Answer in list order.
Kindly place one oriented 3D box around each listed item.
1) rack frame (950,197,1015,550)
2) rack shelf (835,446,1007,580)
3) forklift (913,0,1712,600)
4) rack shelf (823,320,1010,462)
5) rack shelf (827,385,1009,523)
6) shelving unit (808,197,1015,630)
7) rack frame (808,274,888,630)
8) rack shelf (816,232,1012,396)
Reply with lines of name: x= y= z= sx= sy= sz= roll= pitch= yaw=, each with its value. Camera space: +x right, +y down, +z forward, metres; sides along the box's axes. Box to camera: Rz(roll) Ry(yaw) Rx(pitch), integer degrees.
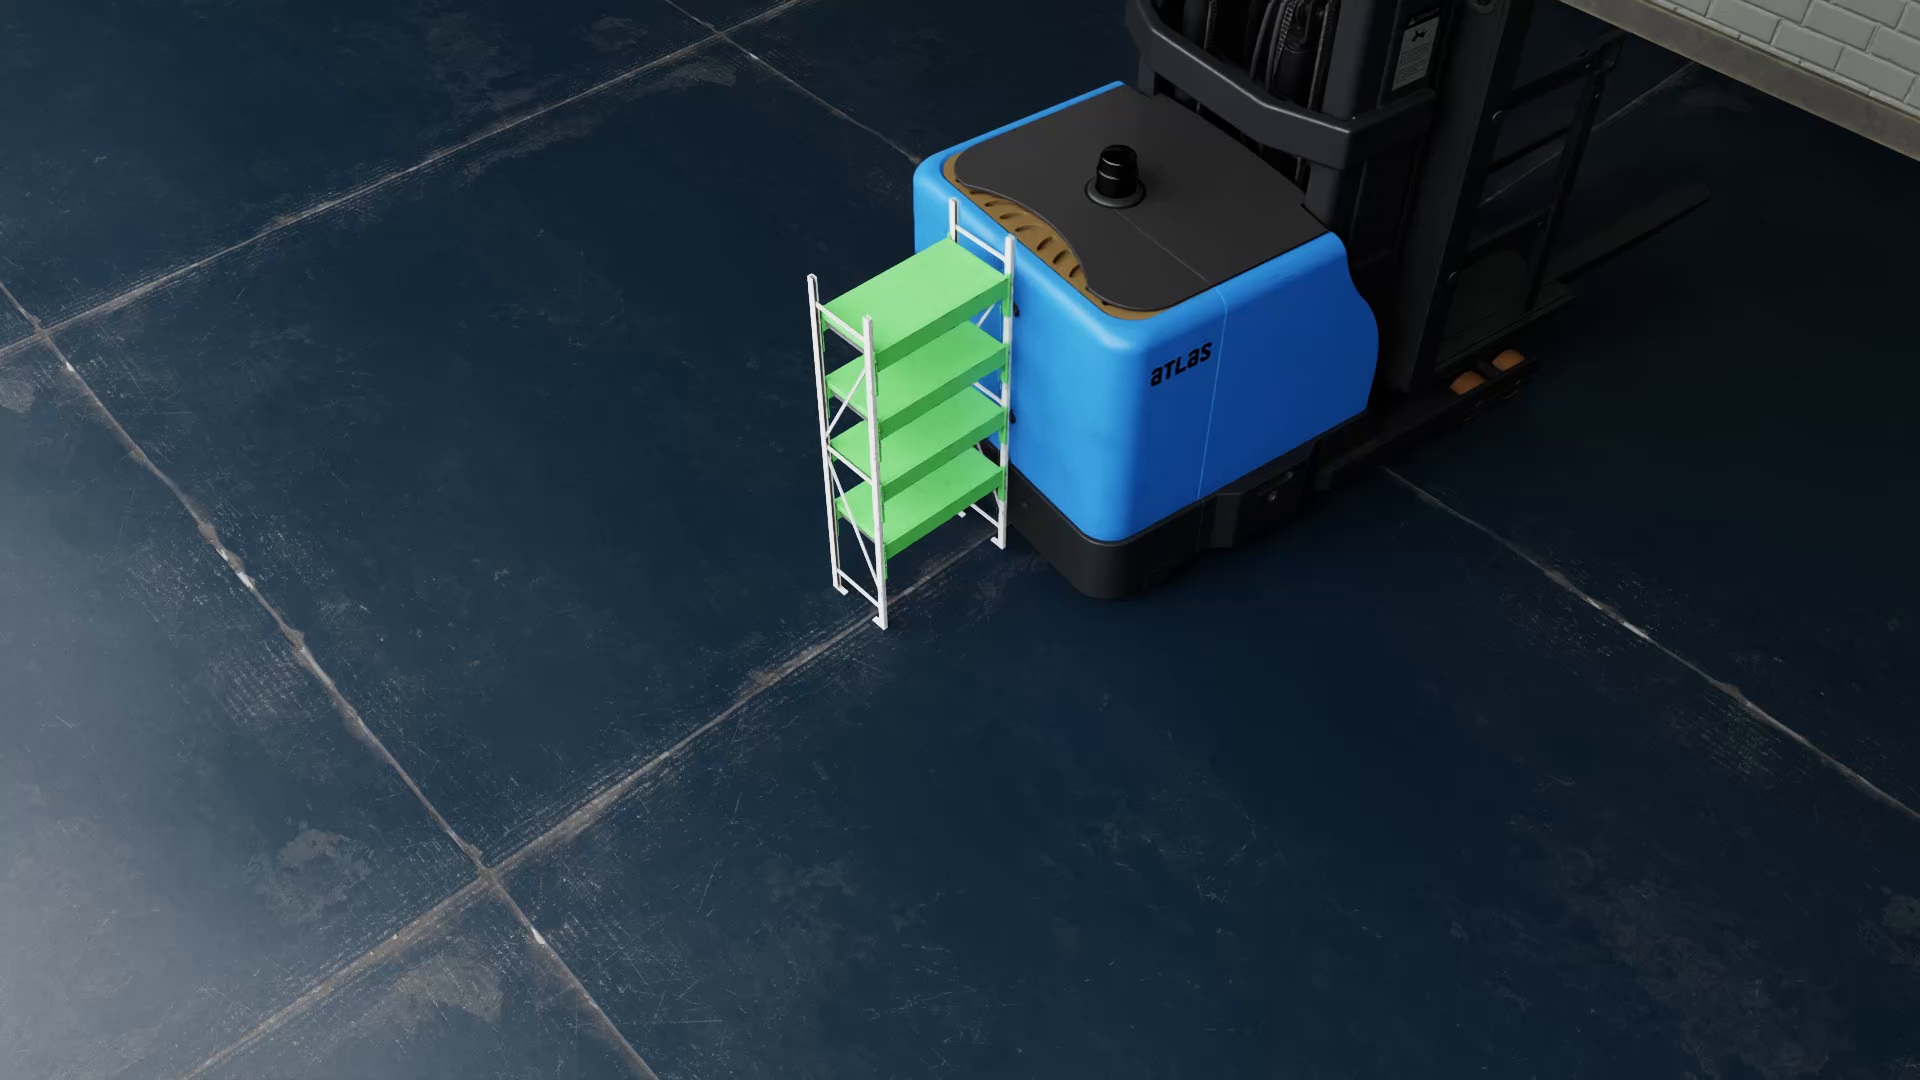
rack frame: x=0.058 y=-0.446 z=4.845 sx=0.015 sy=1.200 sz=0.240 roll=-34 pitch=56 yaw=-27
rack shelf: x=-0.122 y=-0.119 z=4.957 sx=0.480 sy=0.148 sz=0.258 roll=-34 pitch=56 yaw=-27
forklift: x=1.348 y=-1.690 z=4.815 sx=3.031 sy=2.935 sz=1.130 roll=-27 pitch=53 yaw=-23
rack shelf: x=-0.122 y=-0.444 z=4.604 sx=0.480 sy=0.148 sz=0.258 roll=-34 pitch=56 yaw=-27
rack shelf: x=-0.122 y=-0.282 z=4.780 sx=0.480 sy=0.148 sz=0.258 roll=-34 pitch=56 yaw=-27
shelving unit: x=-0.122 y=-0.325 z=4.734 sx=0.503 sy=1.200 sz=0.258 roll=-34 pitch=56 yaw=-27
rack frame: x=-0.303 y=-0.204 z=4.622 sx=0.015 sy=1.200 sz=0.240 roll=-34 pitch=56 yaw=-27
rack shelf: x=-0.122 y=-0.607 z=4.428 sx=0.480 sy=0.148 sz=0.258 roll=-34 pitch=56 yaw=-27
